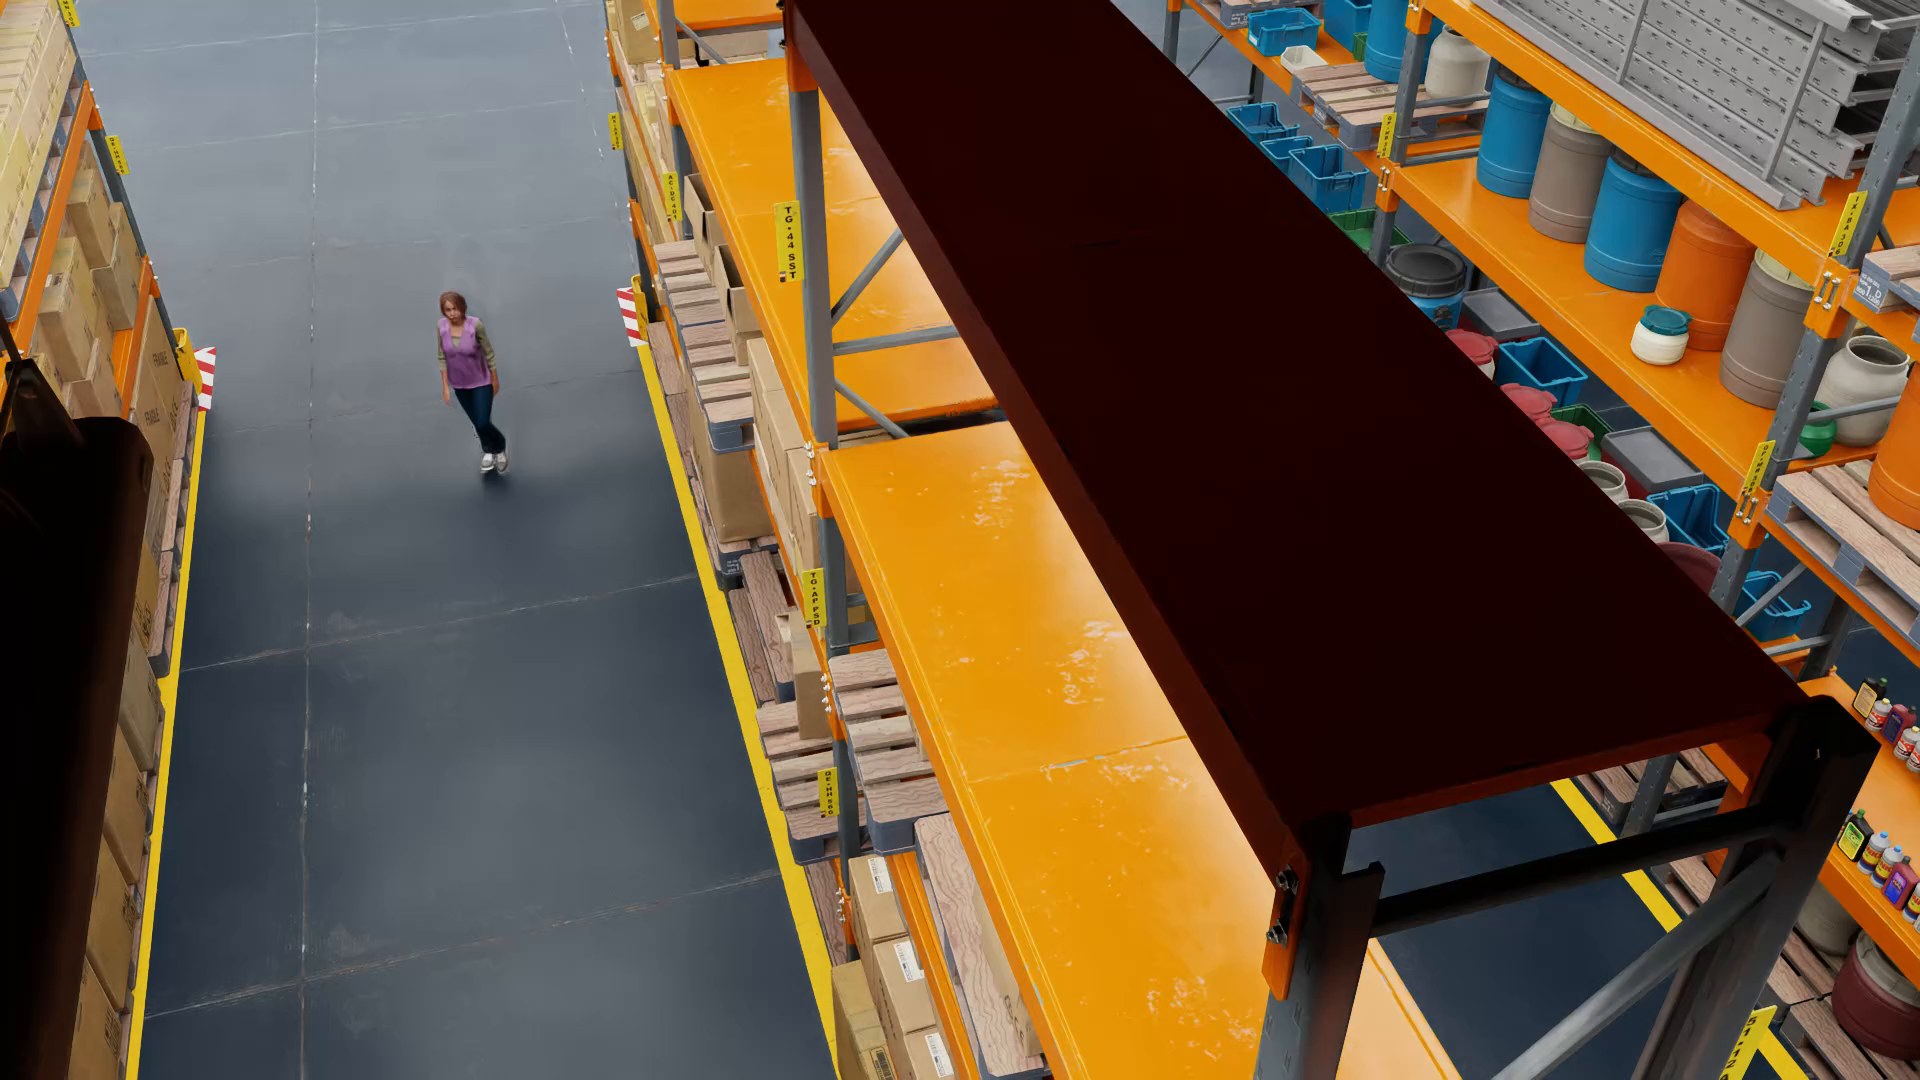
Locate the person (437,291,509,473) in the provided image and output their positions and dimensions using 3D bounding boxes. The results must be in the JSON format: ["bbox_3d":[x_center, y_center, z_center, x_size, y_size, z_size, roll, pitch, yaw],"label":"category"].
[{"bbox_3d":[-3.849,-1.212,13.065,0.405,1.583,0.420,10,39,12],"label":"person"}]
